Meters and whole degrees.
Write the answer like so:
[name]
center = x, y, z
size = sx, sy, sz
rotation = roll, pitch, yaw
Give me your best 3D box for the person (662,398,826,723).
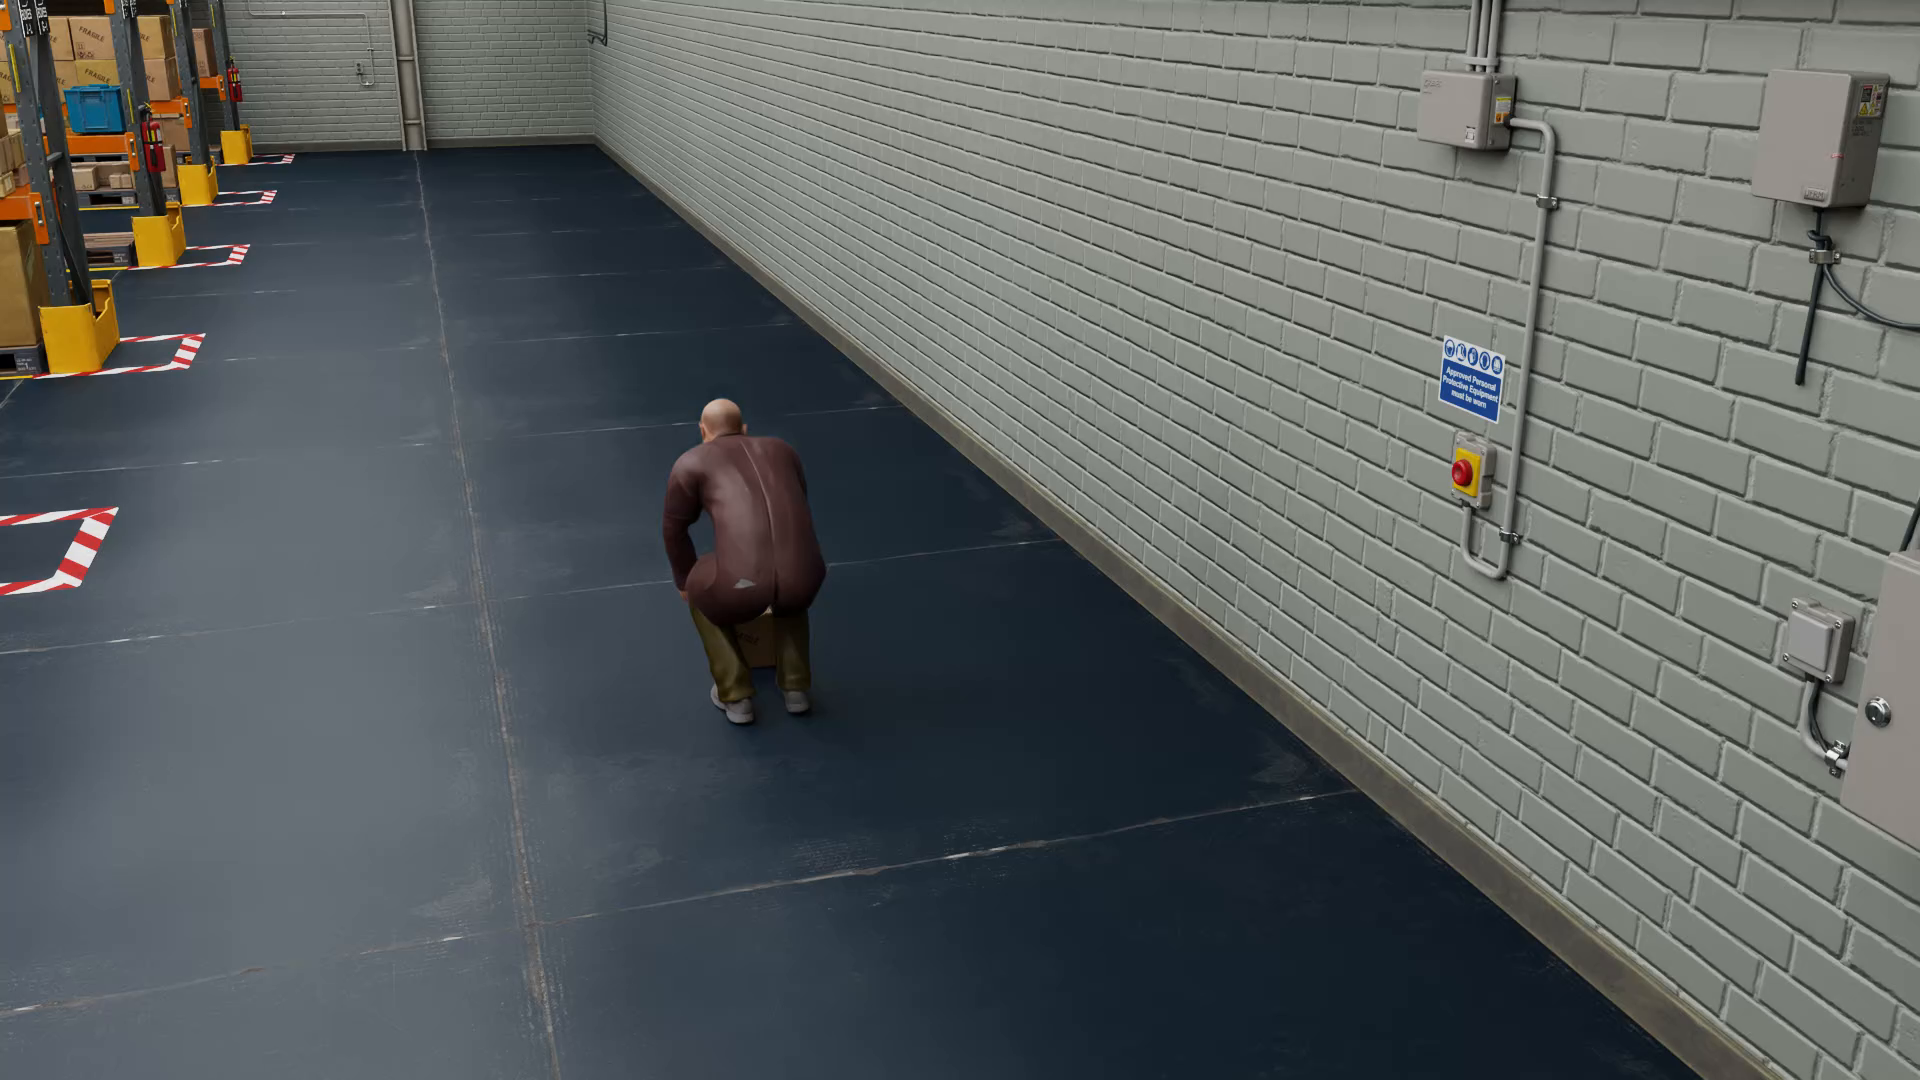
[person]
center = -0.857, 0.089, 6.704
size = 0.626, 1.211, 0.816
rotation = -6, 20, -17
